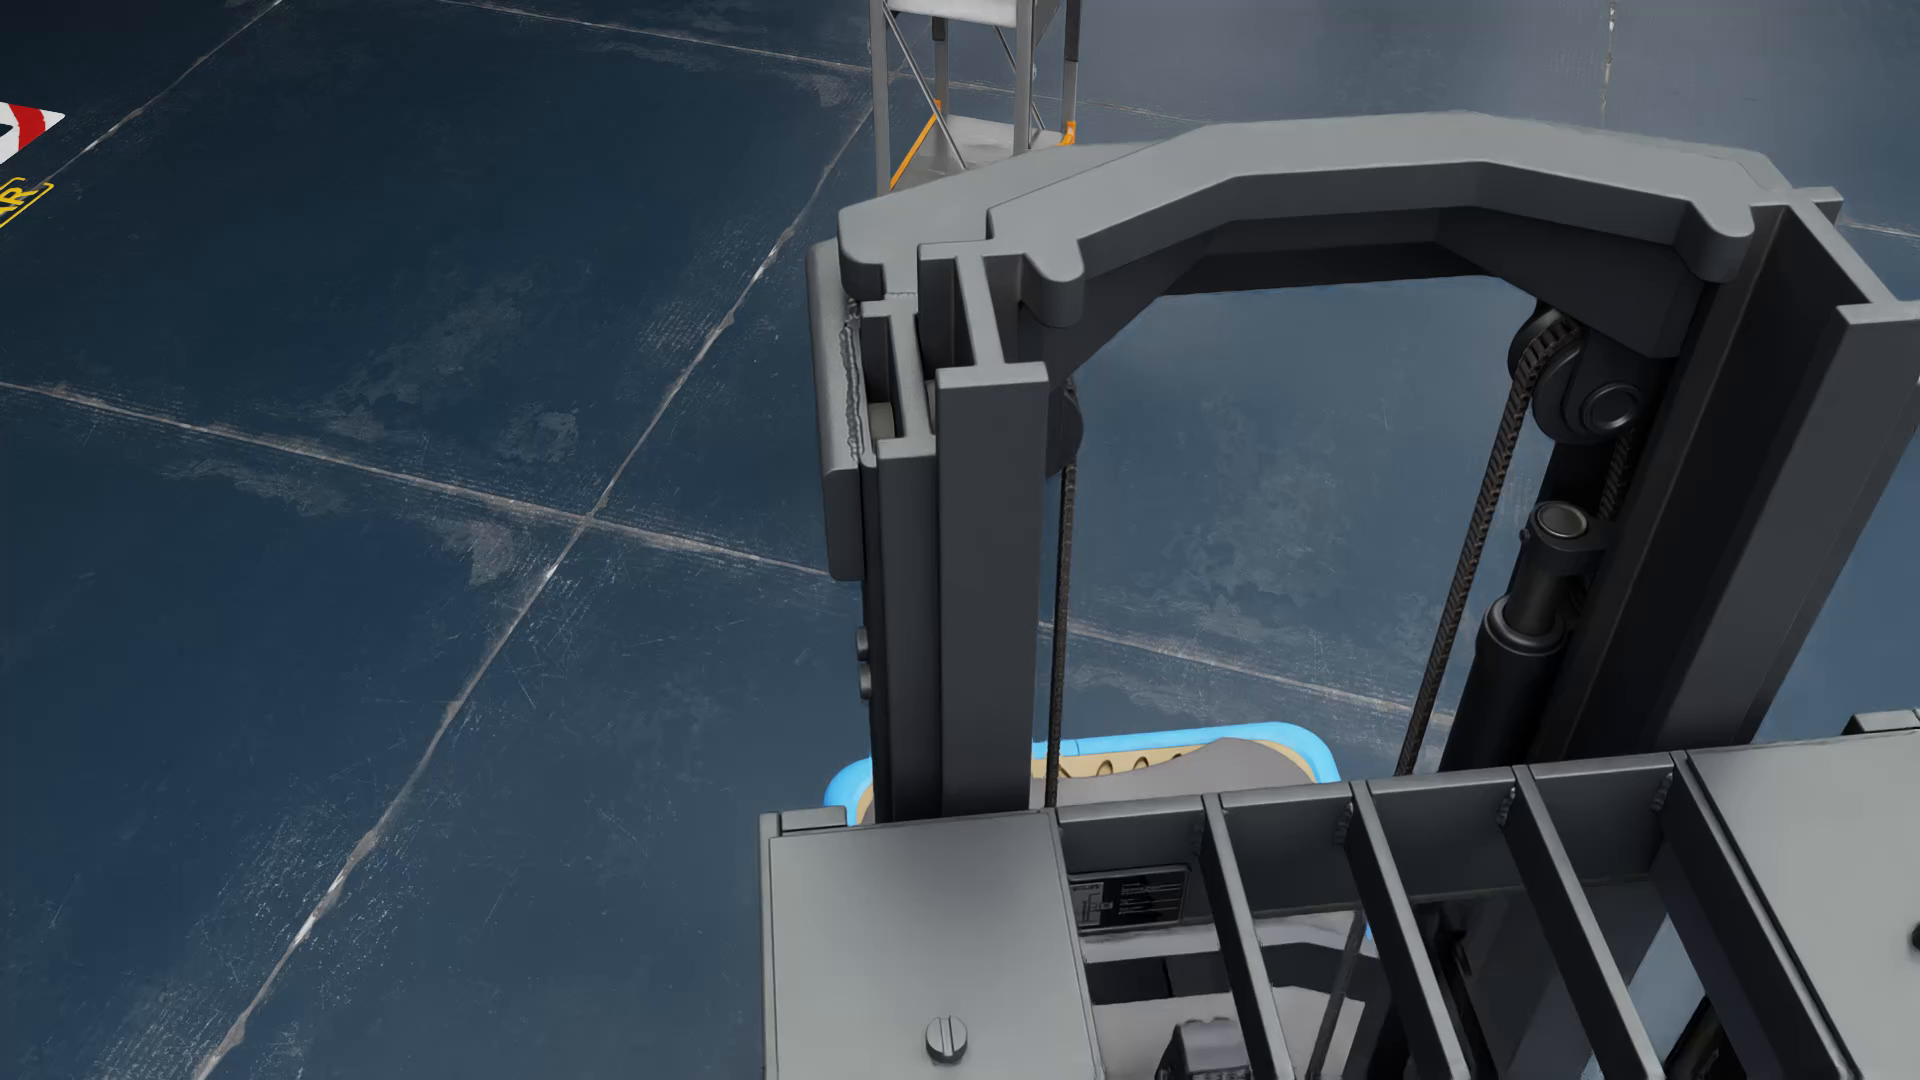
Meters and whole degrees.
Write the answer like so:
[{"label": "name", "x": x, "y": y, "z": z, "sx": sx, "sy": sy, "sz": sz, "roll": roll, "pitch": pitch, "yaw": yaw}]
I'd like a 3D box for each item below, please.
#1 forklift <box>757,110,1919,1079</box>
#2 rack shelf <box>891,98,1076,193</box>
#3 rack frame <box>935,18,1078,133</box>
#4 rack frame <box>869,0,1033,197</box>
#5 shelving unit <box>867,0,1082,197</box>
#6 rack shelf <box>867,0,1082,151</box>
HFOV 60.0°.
[{"label": "forklift", "x": 0.395, "y": 1.142, "z": 1.987, "sx": 1.130, "sy": 2.935, "sz": 3.031, "roll": -4, "pitch": 45, "yaw": -5}, {"label": "rack shelf", "x": 0.050, "y": -0.851, "z": 4.638, "sx": 0.431, "sy": 0.518, "sz": 0.480, "roll": 13, "pitch": 46, "yaw": 12}, {"label": "rack frame", "x": 0.124, "y": -1.023, "z": 4.795, "sx": 0.400, "sy": 2.100, "sz": 0.015, "roll": 13, "pitch": 46, "yaw": 12}, {"label": "rack frame", "x": -0.024, "y": -0.698, "z": 4.462, "sx": 0.400, "sy": 2.100, "sz": 0.015, "roll": 13, "pitch": 46, "yaw": 12}, {"label": "shelving unit", "x": 0.050, "y": -0.861, "z": 4.628, "sx": 0.431, "sy": 2.100, "sz": 0.503, "roll": 13, "pitch": 46, "yaw": 12}, {"label": "rack shelf", "x": 0.050, "y": -1.351, "z": 4.148, "sx": 0.431, "sy": 0.518, "sz": 0.480, "roll": 13, "pitch": 46, "yaw": 12}]
